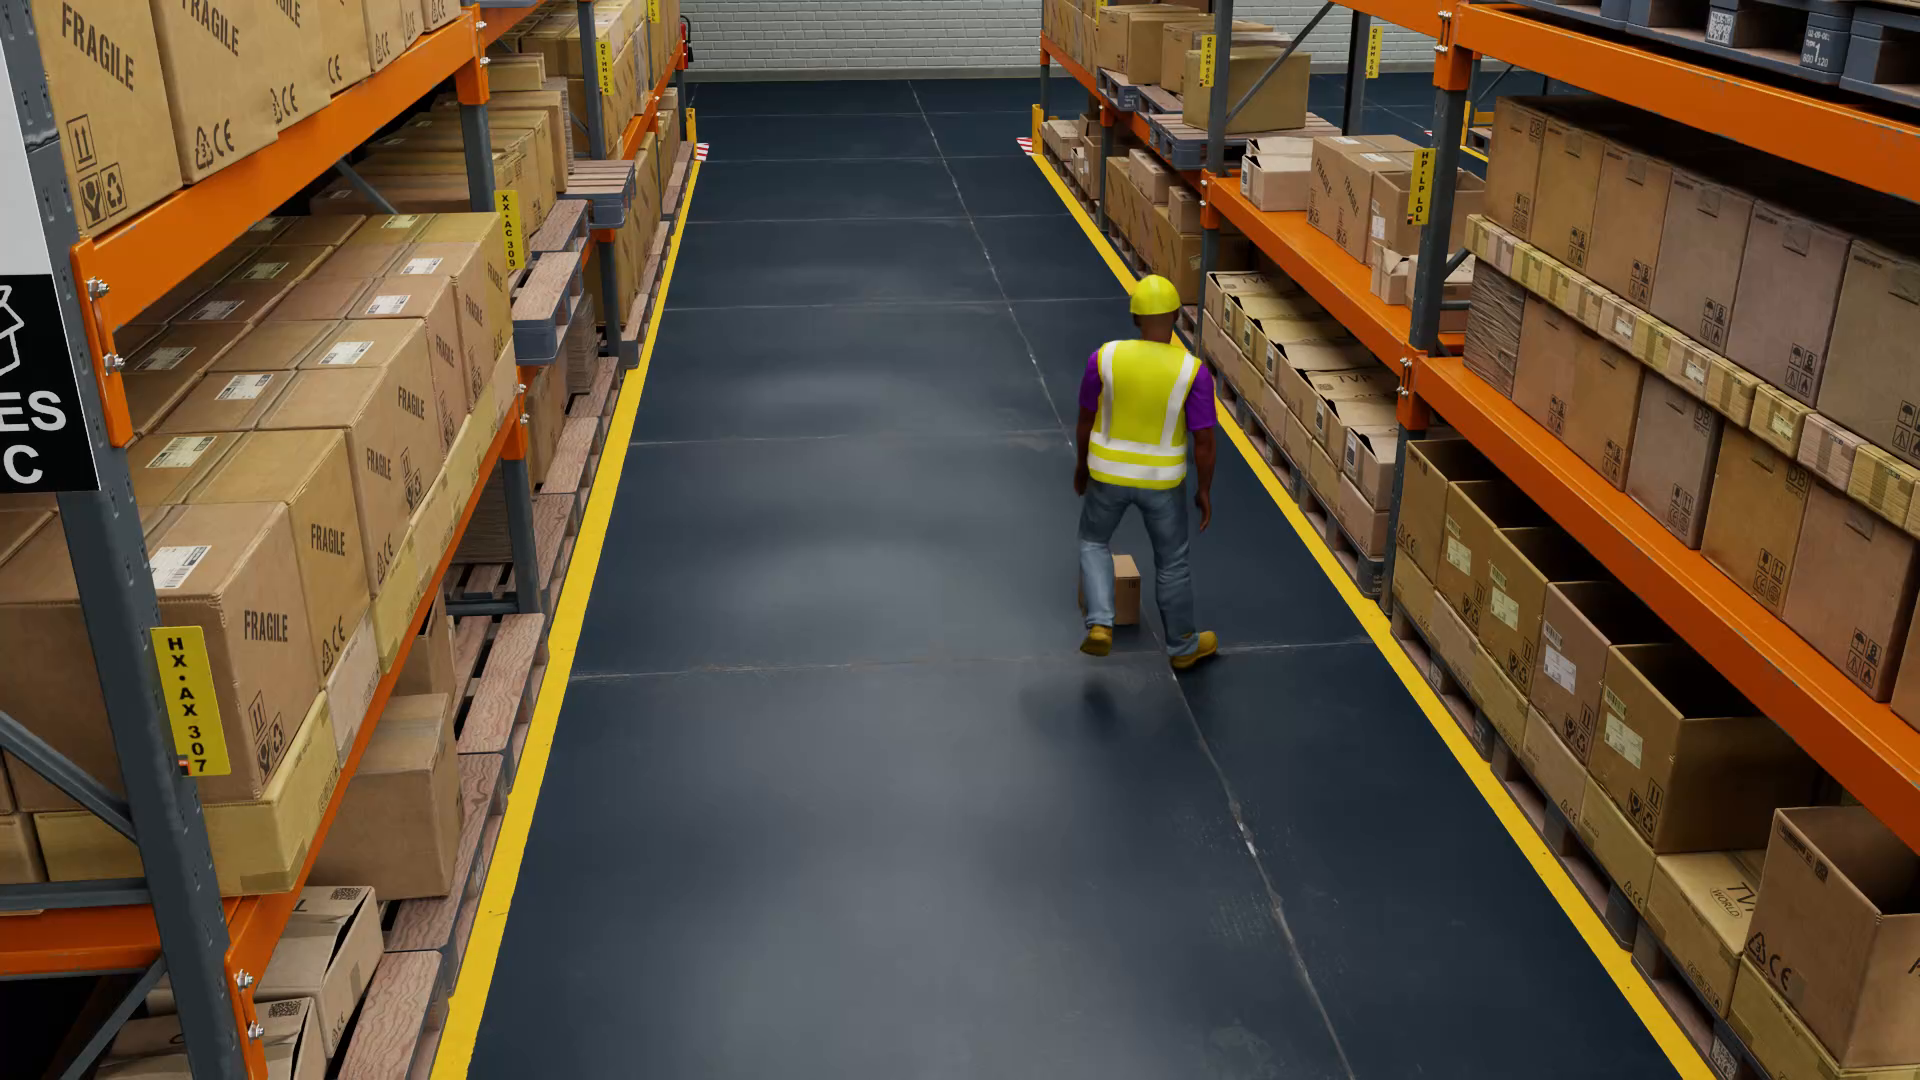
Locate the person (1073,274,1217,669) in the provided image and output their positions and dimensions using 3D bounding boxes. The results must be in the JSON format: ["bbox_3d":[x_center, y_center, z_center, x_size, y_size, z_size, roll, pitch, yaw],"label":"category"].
[{"bbox_3d":[0.794,-0.254,7.104,0.665,1.765,0.562,6,24,14],"label":"person"}]
